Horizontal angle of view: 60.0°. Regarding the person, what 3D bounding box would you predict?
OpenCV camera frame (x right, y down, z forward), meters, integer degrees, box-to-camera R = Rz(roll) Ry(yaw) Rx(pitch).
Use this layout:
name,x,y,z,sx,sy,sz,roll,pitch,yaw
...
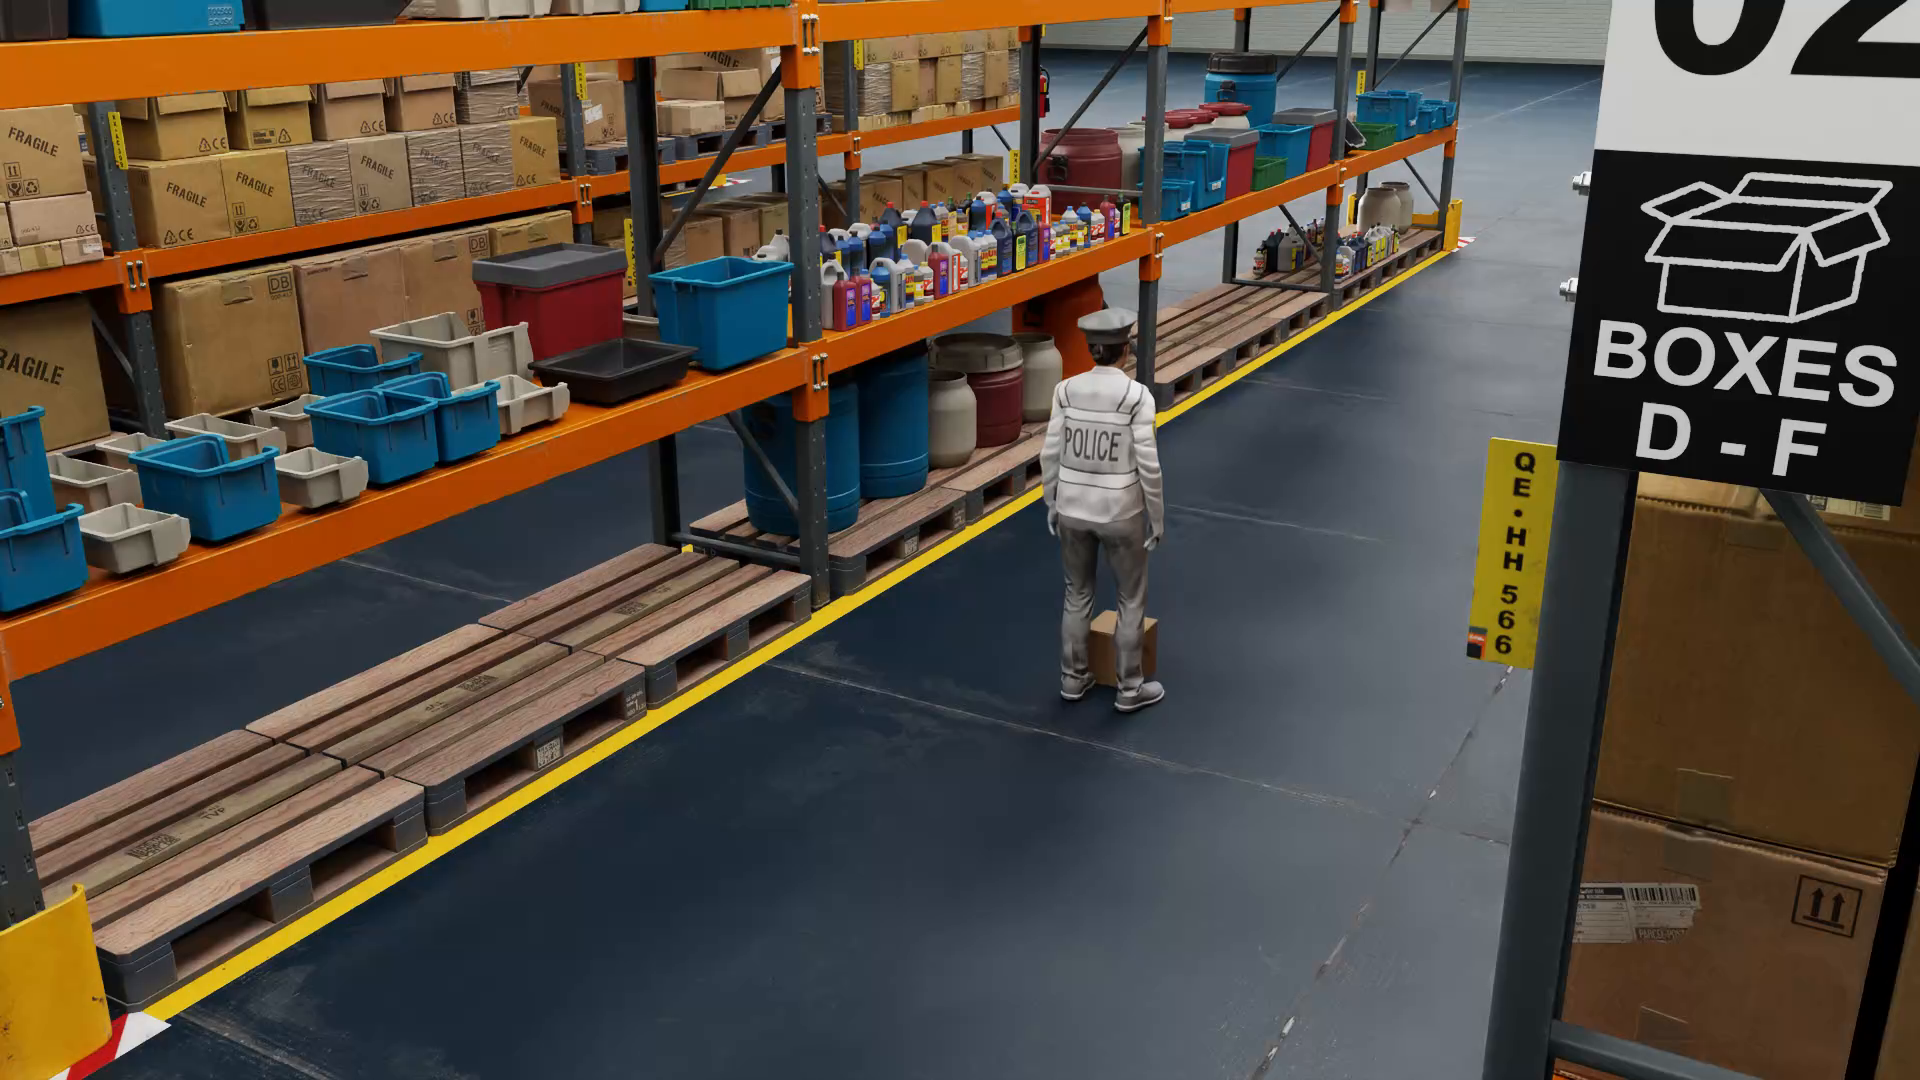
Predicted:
name,x,y,z,sx,sy,sz,roll,pitch,yaw
person,0.590,-0.109,6.871,0.527,1.662,0.375,10,22,25
